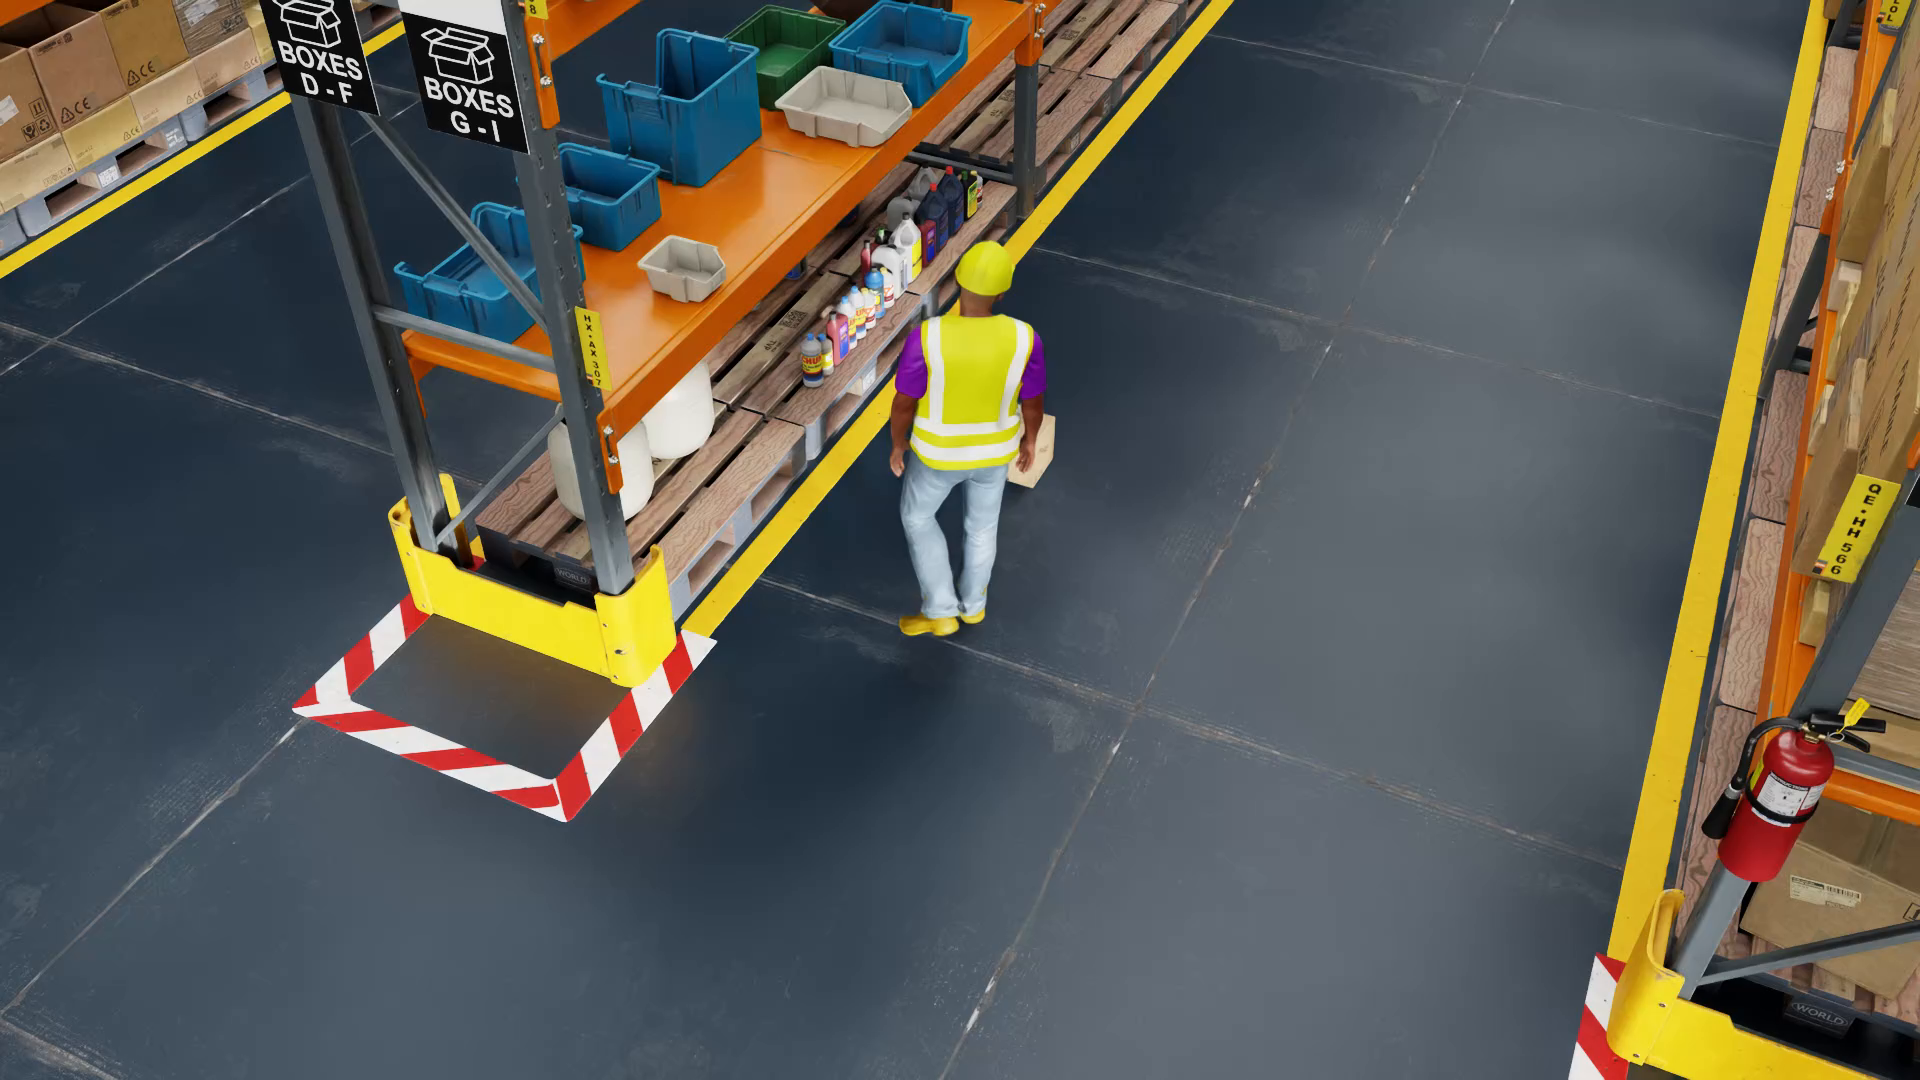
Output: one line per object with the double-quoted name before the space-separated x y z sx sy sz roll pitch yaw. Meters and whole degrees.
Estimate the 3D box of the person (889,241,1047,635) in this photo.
"person" 0.036 -0.318 6.484 0.610 1.765 0.554 -6 42 -7
